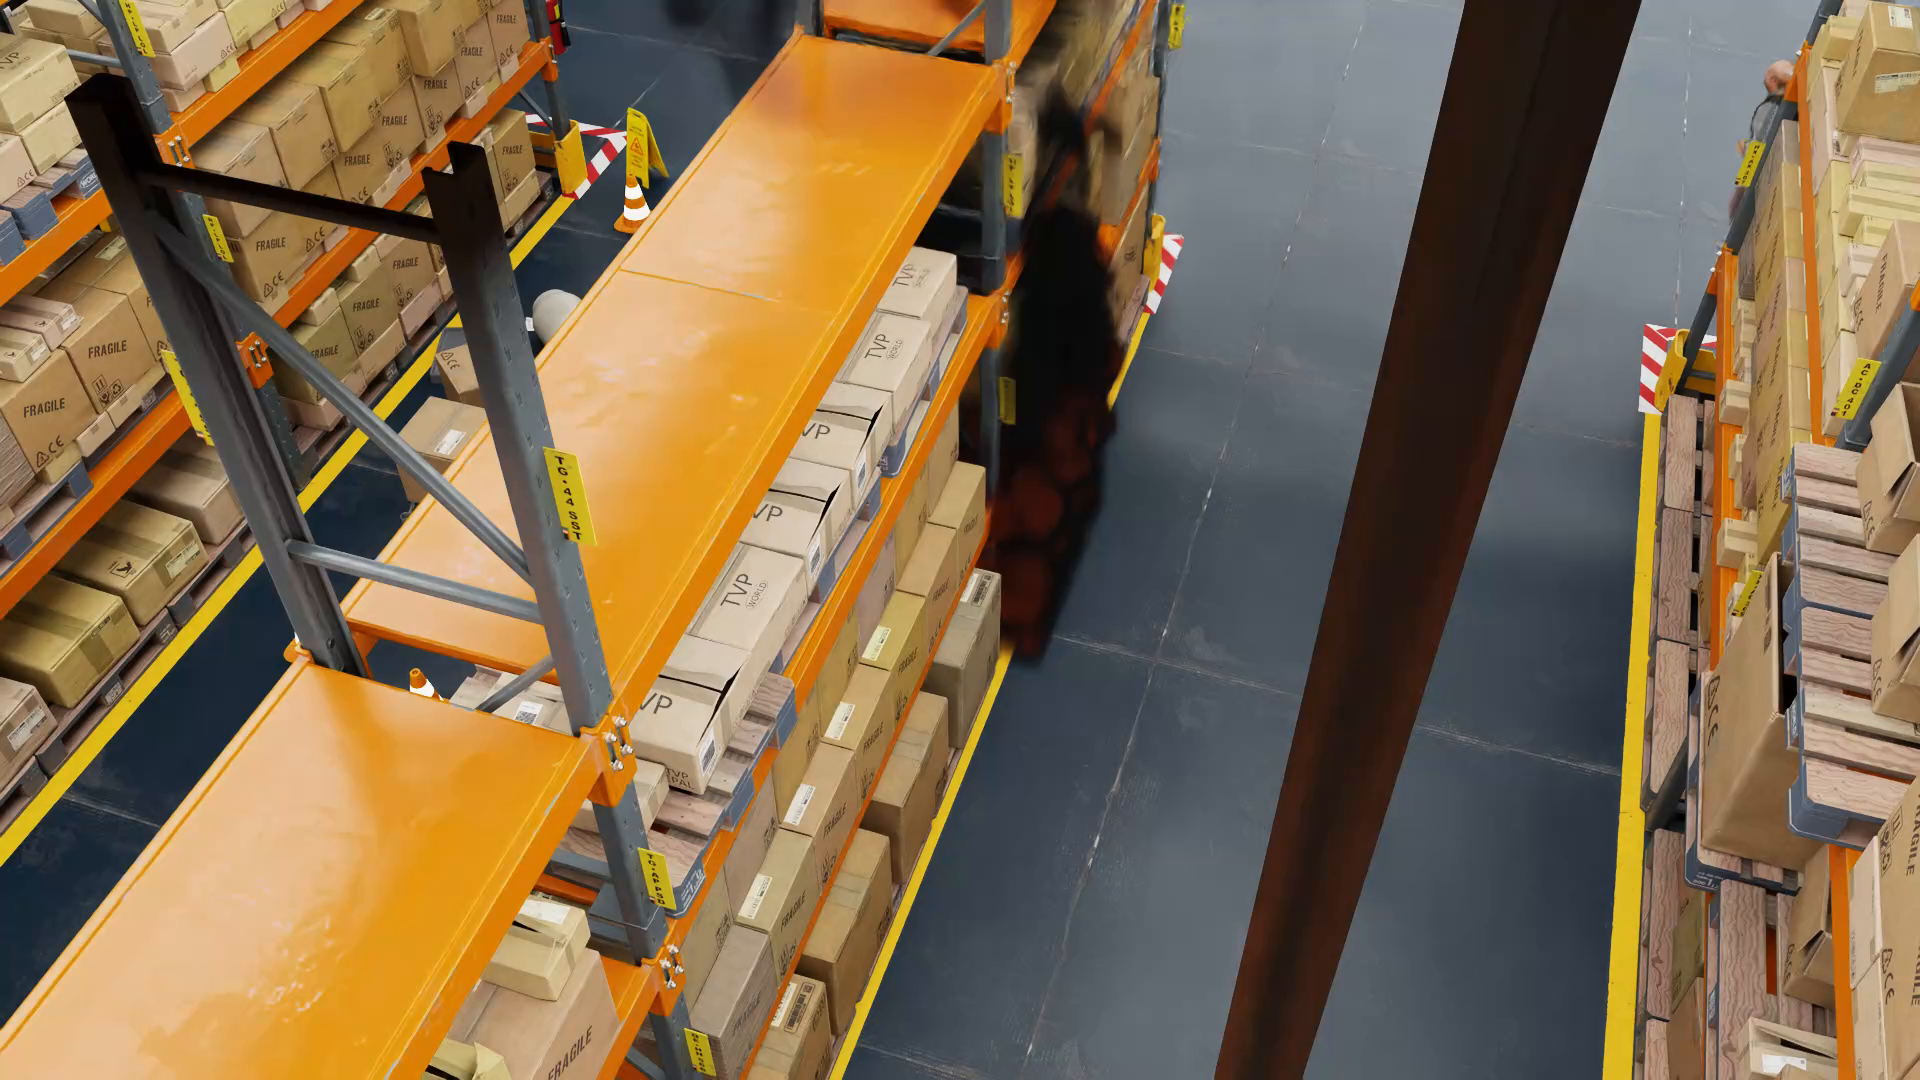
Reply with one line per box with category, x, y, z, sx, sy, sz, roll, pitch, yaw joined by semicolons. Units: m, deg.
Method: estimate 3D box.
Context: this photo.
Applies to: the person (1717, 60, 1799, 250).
person;6.264;-2.787;12.736;0.656;1.662;0.811;-28;52;-25
